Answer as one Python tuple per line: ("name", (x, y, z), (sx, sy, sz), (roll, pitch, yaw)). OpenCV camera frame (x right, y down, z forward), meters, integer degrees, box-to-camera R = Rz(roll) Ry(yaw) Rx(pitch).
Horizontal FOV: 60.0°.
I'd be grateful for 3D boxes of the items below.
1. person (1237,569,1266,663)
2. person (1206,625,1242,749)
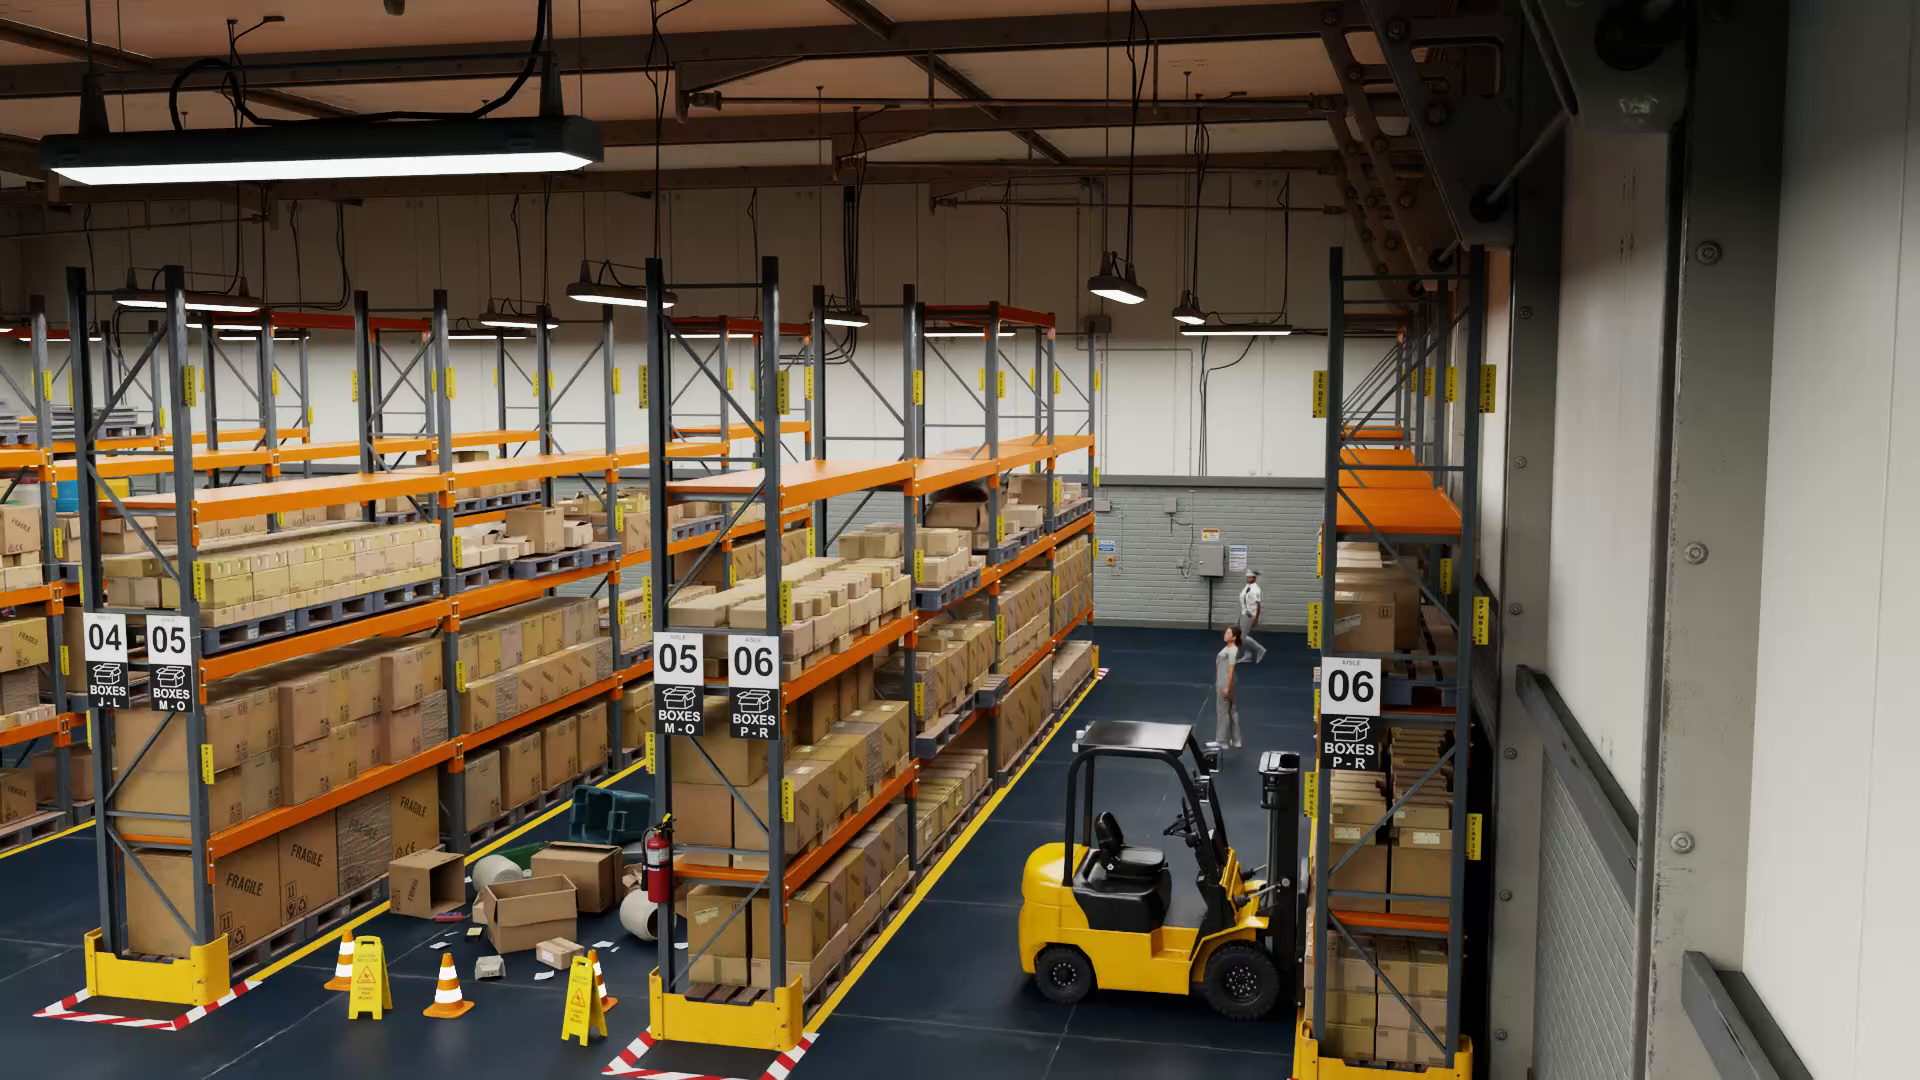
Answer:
("person", (5.148, 1.341, 29.407), (0.496, 1.675, 0.449), (1, 6, 8))
("person", (3.599, 1.983, 22.502), (0.445, 1.664, 0.494), (3, 6, 25))
